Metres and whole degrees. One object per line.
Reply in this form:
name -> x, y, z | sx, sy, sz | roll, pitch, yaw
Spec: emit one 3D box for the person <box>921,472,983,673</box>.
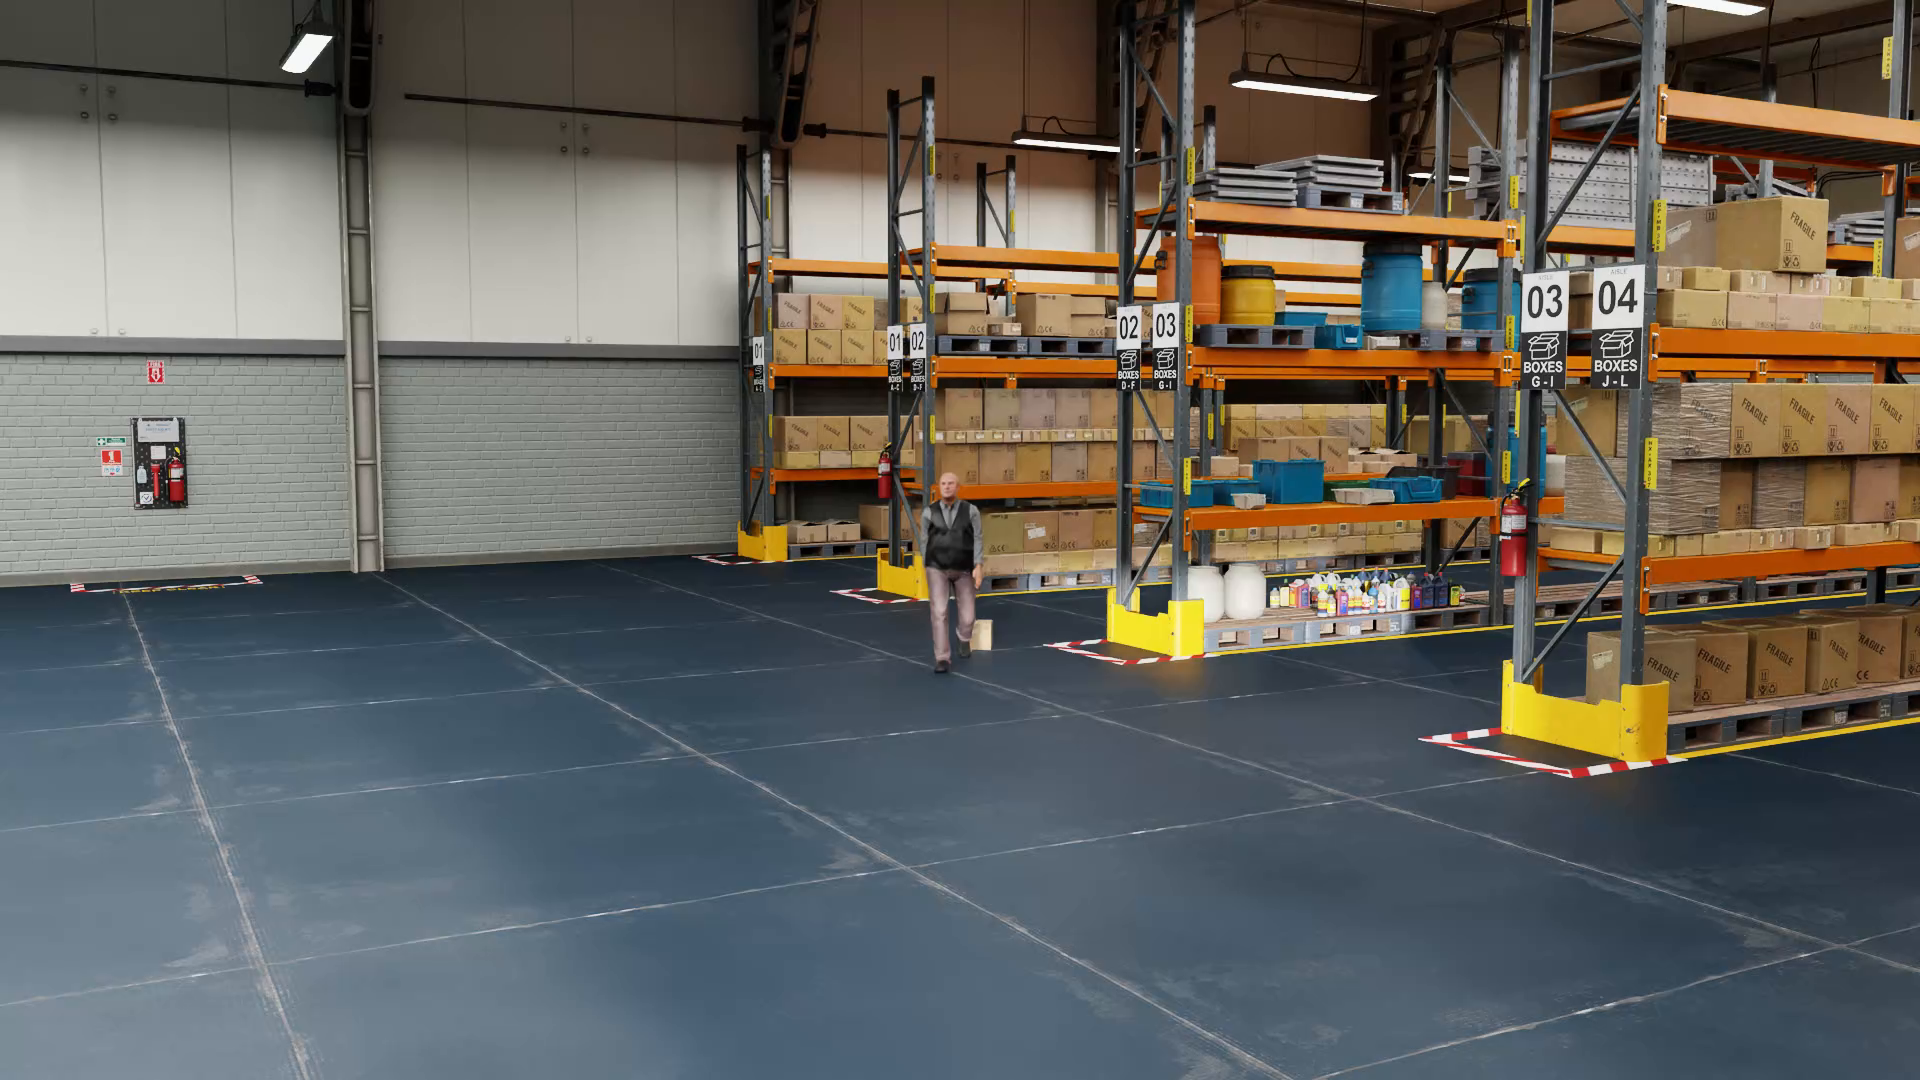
person -> -0.070, 0.265, 14.245 | 0.537, 1.689, 0.902 | 0, 5, -1
